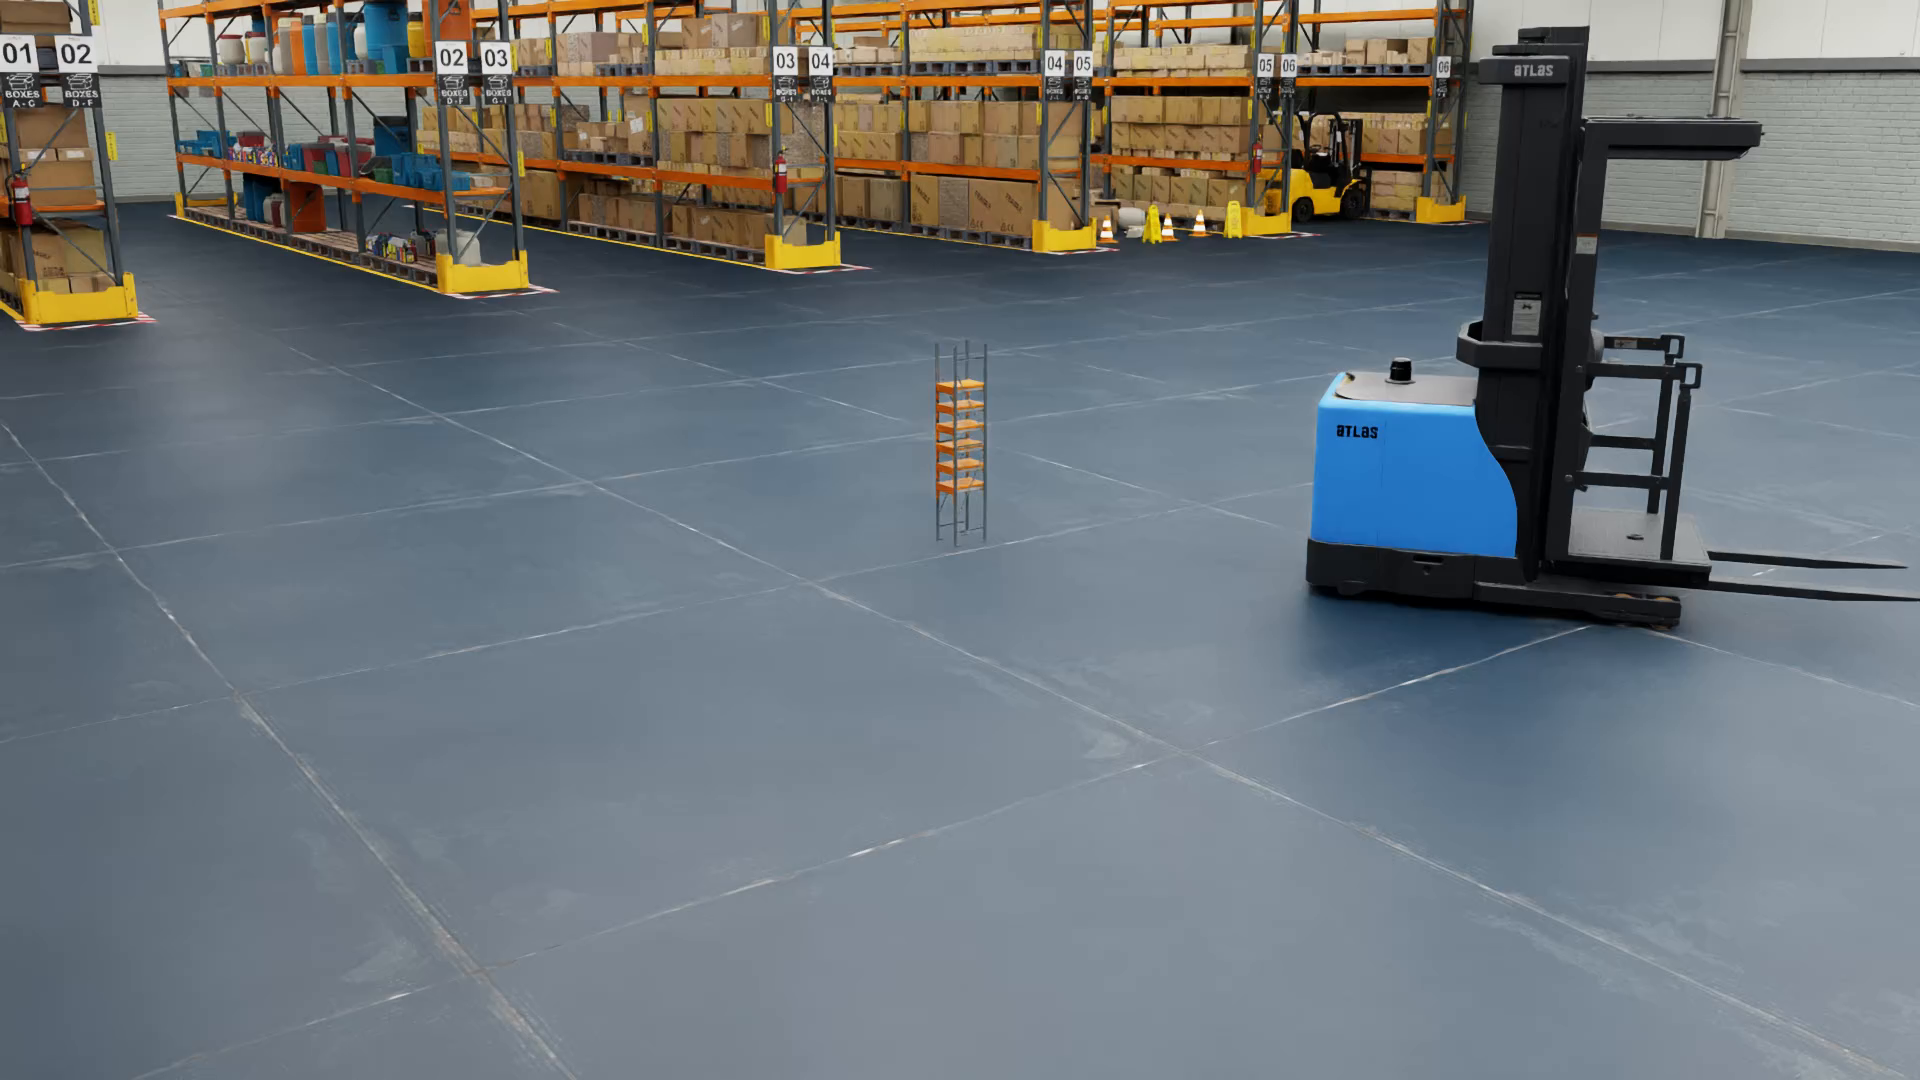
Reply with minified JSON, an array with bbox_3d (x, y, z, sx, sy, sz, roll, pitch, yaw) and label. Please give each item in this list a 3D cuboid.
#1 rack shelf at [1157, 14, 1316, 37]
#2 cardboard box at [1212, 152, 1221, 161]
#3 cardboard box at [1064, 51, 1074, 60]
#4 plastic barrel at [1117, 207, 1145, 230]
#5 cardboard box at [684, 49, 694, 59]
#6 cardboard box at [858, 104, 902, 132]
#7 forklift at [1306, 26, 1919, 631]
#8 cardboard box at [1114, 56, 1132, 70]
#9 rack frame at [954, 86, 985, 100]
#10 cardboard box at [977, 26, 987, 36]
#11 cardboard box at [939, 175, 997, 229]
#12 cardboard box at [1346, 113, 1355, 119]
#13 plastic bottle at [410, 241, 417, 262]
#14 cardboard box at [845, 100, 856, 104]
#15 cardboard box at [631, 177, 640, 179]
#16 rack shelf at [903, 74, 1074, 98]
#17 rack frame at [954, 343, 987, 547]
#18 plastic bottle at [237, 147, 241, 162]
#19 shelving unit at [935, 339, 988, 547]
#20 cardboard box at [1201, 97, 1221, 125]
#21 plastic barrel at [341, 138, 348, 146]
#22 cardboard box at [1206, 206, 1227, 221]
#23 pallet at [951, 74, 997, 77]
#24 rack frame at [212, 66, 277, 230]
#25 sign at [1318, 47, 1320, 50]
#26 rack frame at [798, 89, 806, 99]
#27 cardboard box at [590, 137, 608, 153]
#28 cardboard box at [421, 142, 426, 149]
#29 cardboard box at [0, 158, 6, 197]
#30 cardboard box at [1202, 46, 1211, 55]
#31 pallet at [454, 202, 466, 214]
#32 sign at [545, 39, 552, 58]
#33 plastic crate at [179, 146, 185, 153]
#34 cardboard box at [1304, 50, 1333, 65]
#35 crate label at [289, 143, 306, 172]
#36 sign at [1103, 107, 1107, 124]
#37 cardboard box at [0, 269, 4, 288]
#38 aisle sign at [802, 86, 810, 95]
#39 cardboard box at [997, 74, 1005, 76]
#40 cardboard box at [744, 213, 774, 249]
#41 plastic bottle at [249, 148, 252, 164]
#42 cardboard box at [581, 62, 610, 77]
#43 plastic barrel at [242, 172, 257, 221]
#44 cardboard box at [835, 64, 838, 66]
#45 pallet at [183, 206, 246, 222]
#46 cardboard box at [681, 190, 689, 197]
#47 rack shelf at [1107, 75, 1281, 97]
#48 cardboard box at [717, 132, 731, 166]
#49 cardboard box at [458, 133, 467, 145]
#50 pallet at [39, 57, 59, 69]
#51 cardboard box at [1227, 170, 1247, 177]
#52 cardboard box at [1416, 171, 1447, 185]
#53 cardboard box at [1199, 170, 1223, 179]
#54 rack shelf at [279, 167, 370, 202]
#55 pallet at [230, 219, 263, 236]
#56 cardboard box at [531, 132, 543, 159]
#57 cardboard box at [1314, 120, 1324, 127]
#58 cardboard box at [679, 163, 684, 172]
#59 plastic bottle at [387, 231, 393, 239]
[{"bbox_3d":[6.168,-11.535,37.296,1.077,0.370,4.000,-11,19,-35],"label":"rack shelf"},{"bbox_3d":[4.917,-7.149,30.992,0.380,0.149,0.250,-11,19,-35],"label":"cardboard box"},{"bbox_3d":[1.796,-8.039,27.573,0.380,0.149,0.250,-11,19,-34],"label":"cardboard box"},{"bbox_3d":[3.243,-6.093,31.534,0.512,0.421,0.421,1,15,4],"label":"plastic barrel"},{"bbox_3d":[-4.124,-7.671,26.268,0.380,0.149,0.250,-11,19,-36],"label":"cardboard box"},{"bbox_3d":[-1.512,-8.046,31.709,0.700,0.500,0.500,-11,19,-34],"label":"cardboard box"},{"bbox_3d":[3.448,-1.114,8.593,3.031,2.935,1.130,5,16,18],"label":"forklift"},{"bbox_3d":[3.368,-9.365,32.648,0.500,0.250,0.500,-11,19,-36],"label":"cardboard box"},{"bbox_3d":[0.288,-11.317,45.742,1.000,3.000,0.127,-11,19,-35],"label":"rack frame"},{"bbox_3d":[0.518,-8.591,28.081,0.380,0.149,0.250,-11,19,-35],"label":"cardboard box"},{"bbox_3d":[0.232,-6.034,29.669,0.875,0.875,0.875,-11,19,-34],"label":"cardboard box"},{"bbox_3d":[8.273,-8.832,34.680,0.380,0.149,0.250,-11,19,-34],"label":"cardboard box"},{"bbox_3d":[-7.815,-4.123,23.770,0.061,0.283,0.133,-11,19,-35],"label":"plastic bottle"},{"bbox_3d":[-2.473,-10.497,40.662,0.500,0.500,0.500,-11,19,-34],"label":"cardboard box"},{"bbox_3d":[-7.636,-8.706,39.679,0.380,0.149,0.250,-12,19,-37],"label":"cardboard box"},{"bbox_3d":[0.562,-7.866,28.815,1.077,0.370,4.000,-11,19,-35],"label":"rack shelf"},{"bbox_3d":[0.062,-0.556,9.835,0.240,1.200,0.006,-11,19,-35],"label":"rack frame"},{"bbox_3d":[-13.170,-7.057,30.423,0.097,0.271,0.097,0,15,0],"label":"plastic bottle"},{"bbox_3d":[0.009,-0.576,9.906,0.258,1.200,0.189,-11,19,-35],"label":"shelving unit"},{"bbox_3d":[4.914,-7.987,30.931,0.700,0.500,0.500,-11,19,-34],"label":"cardboard box"},{"bbox_3d":[-9.763,-6.229,26.896,0.433,0.535,0.433,0,15,0],"label":"plastic barrel"},{"bbox_3d":[4.976,-6.141,31.246,0.500,0.250,0.500,-11,19,-35],"label":"cardboard box"},{"bbox_3d":[0.557,-10.322,36.784,1.213,0.211,1.003,-10,18,-32],"label":"pallet"},{"bbox_3d":[-13.396,-7.384,31.374,1.000,3.000,0.127,-11,19,-35],"label":"rack frame"},{"bbox_3d":[7.792,-10.575,36.221,0.100,0.325,0.005,-11,19,-35],"label":"sign"},{"bbox_3d":[-3.725,-10.546,42.924,1.000,3.000,0.127,-11,19,-35],"label":"rack frame"},{"bbox_3d":[-6.238,-7.036,29.589,0.500,0.250,0.500,-12,19,-36],"label":"cardboard box"},{"bbox_3d":[-11.647,-8.705,36.674,0.380,0.149,0.250,-11,19,-35],"label":"cardboard box"},{"bbox_3d":[-11.827,-4.643,21.169,0.700,0.500,0.500,-11,19,-34],"label":"cardboard box"},{"bbox_3d":[4.714,-9.094,30.903,0.380,0.149,0.250,-11,19,-35],"label":"cardboard box"},{"bbox_3d":[-10.494,-7.244,36.142,1.003,0.211,1.213,-11,19,-35],"label":"pallet"},{"bbox_3d":[-7.491,-8.949,30.280,0.100,0.325,0.005,-11,19,-35],"label":"sign"},{"bbox_3d":[-15.747,-7.955,33.846,0.250,0.136,0.298,-11,19,-35],"label":"plastic crate"},{"bbox_3d":[7.635,-10.194,35.140,0.500,0.311,0.500,-10,18,-33],"label":"cardboard box"},{"bbox_3d":[-10.678,-6.293,27.321,0.502,0.435,0.616,-11,19,-35],"label":"crate label"},{"bbox_3d":[2.884,-8.455,33.092,0.100,0.325,0.005,-11,19,-35],"label":"sign"},{"bbox_3d":[-11.795,-3.317,20.928,0.500,0.250,0.500,-11,19,-35],"label":"cardboard box"},{"bbox_3d":[-4.002,-11.770,42.473,0.394,0.787,0.004,-11,19,-35],"label":"aisle sign"},{"bbox_3d":[1.026,-10.069,35.978,0.380,0.149,0.250,-11,19,-35],"label":"cardboard box"},{"bbox_3d":[-3.066,-4.846,26.039,0.500,0.500,0.500,-6,16,-20],"label":"cardboard box"},{"bbox_3d":[-12.647,-6.867,29.729,0.097,0.271,0.097,0,15,0],"label":"plastic bottle"},{"bbox_3d":[-6.355,-8.316,29.379,0.500,0.250,0.500,-10,18,-33],"label":"cardboard box"},{"bbox_3d":[-13.089,-6.456,31.162,0.600,0.901,0.708,-11,19,-35],"label":"plastic barrel"},{"bbox_3d":[-2.885,-11.873,41.275,0.500,0.311,0.500,-10,18,-34],"label":"cardboard box"},{"bbox_3d":[-15.294,-6.712,34.198,1.003,0.211,1.213,-11,19,-35],"label":"pallet"},{"bbox_3d":[-6.117,-7.875,37.771,0.380,0.149,0.250,-12,19,-36],"label":"cardboard box"},{"bbox_3d":[4.507,-8.656,31.701,1.077,0.370,4.000,-11,19,-35],"label":"rack shelf"},{"bbox_3d":[-3.285,-6.106,25.950,0.875,0.500,0.500,-11,19,-35],"label":"cardboard box"},{"bbox_3d":[-10.167,-8.388,34.762,0.500,0.250,0.500,-10,18,-33],"label":"cardboard box"},{"bbox_3d":[-11.465,-5.874,20.341,1.003,0.211,1.213,-11,19,-35],"label":"pallet"},{"bbox_3d":[6.578,-8.088,37.648,0.875,0.625,0.625,-11,19,-35],"label":"cardboard box"},{"bbox_3d":[9.566,-7.391,33.917,0.500,0.250,0.500,-11,19,-35],"label":"cardboard box"},{"bbox_3d":[4.730,-6.879,31.290,0.380,0.149,0.250,-10,18,-33],"label":"cardboard box"},{"bbox_3d":[-9.868,-5.756,26.788,1.077,0.370,4.000,-11,19,-35],"label":"rack shelf"},{"bbox_3d":[-12.976,-5.868,31.117,1.003,0.211,1.213,-11,19,-35],"label":"pallet"},{"bbox_3d":[-7.816,-7.522,31.686,0.500,0.500,0.500,-11,19,-35],"label":"cardboard box"},{"bbox_3d":[7.732,-8.836,35.260,0.380,0.149,0.250,-10,18,-33],"label":"cardboard box"},{"bbox_3d":[-4.342,-6.075,27.065,0.380,0.149,0.250,-11,19,-35],"label":"cardboard box"},{"bbox_3d":[-8.436,-4.396,24.641,0.144,0.351,0.185,-11,19,-35],"label":"plastic bottle"}]
